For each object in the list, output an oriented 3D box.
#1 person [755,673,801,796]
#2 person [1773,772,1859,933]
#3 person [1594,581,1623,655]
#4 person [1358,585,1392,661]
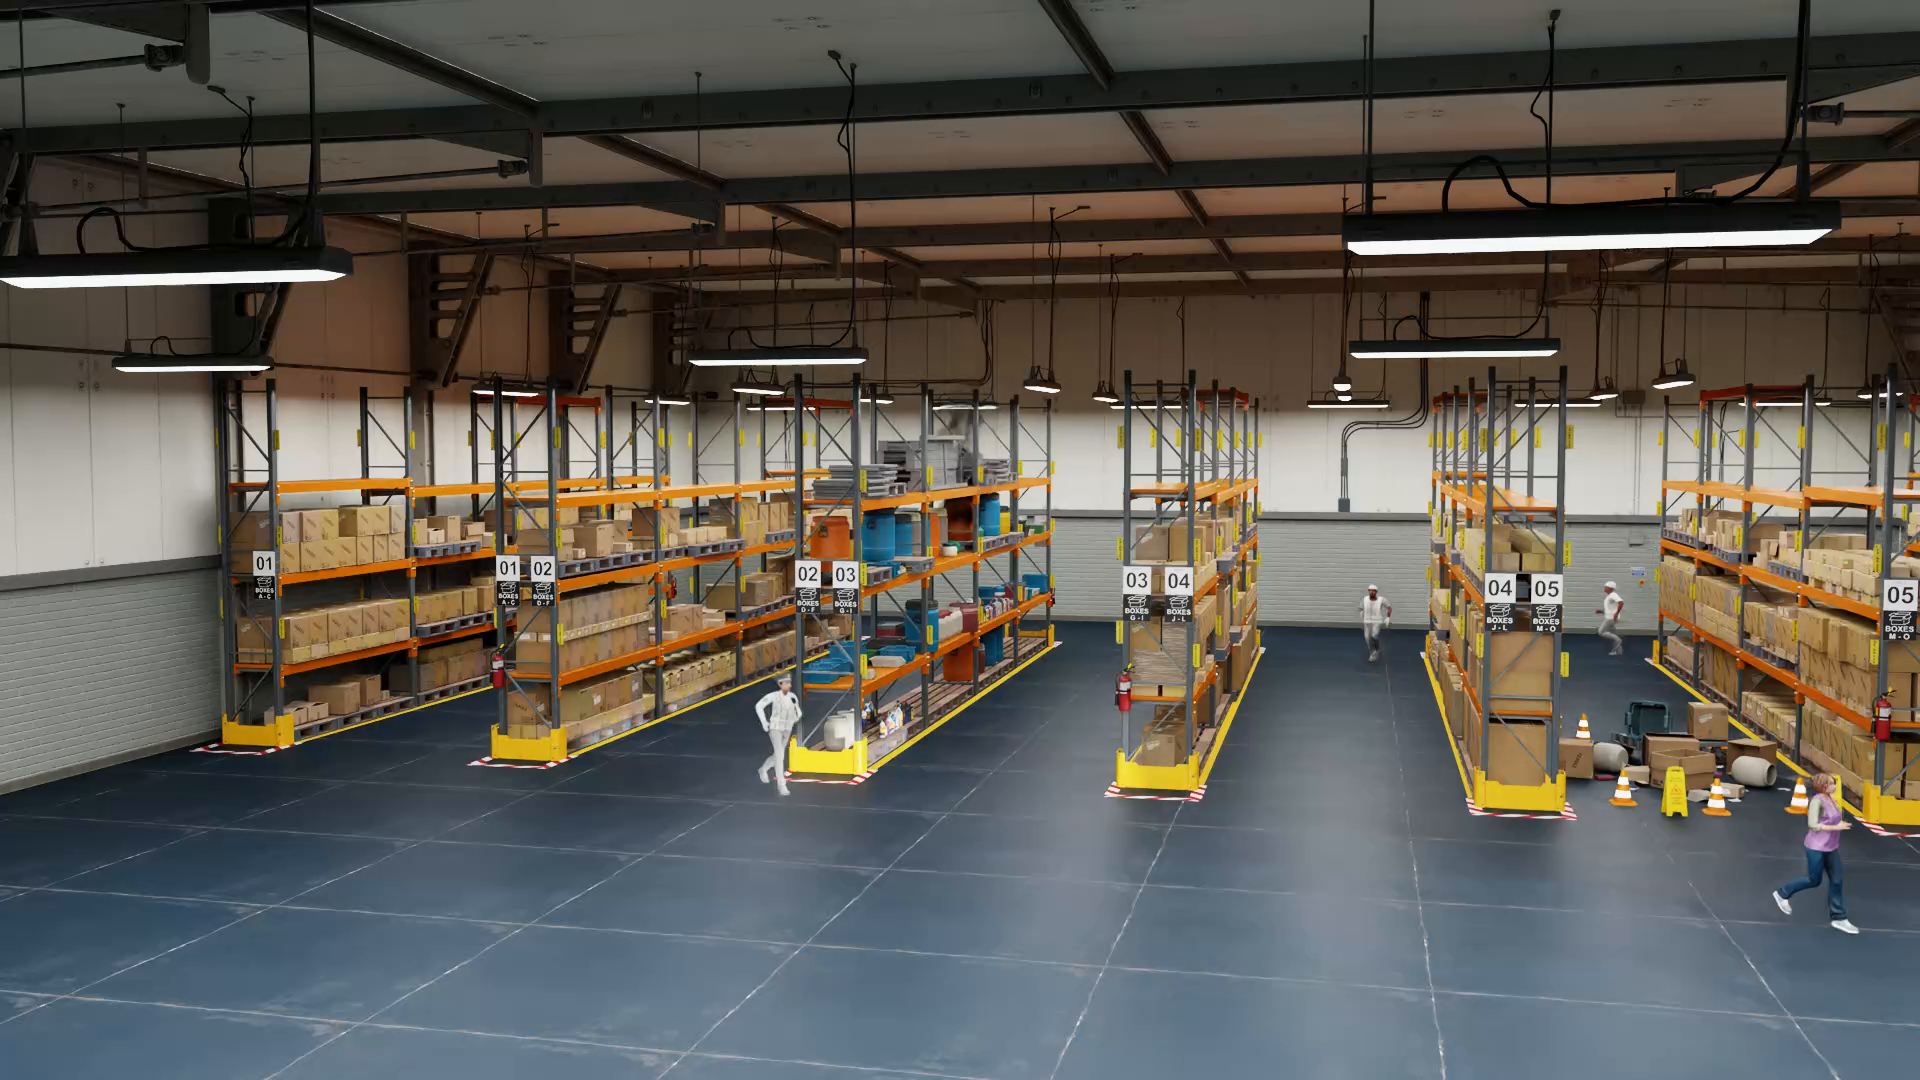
[{"bbox_3d":[-2.595,2.749,23.849,0.648,1.711,0.794,-3,4,-39],"label":"person"},{"bbox_3d":[8.799,3.162,17.043,0.568,1.587,0.852,-3,4,-37],"label":"person"},{"bbox_3d":[15.110,1.823,38.690,0.660,1.719,0.737,1,4,17],"label":"person"},{"bbox_3d":[9.319,1.875,37.532,0.703,1.733,0.699,2,4,32],"label":"person"}]
